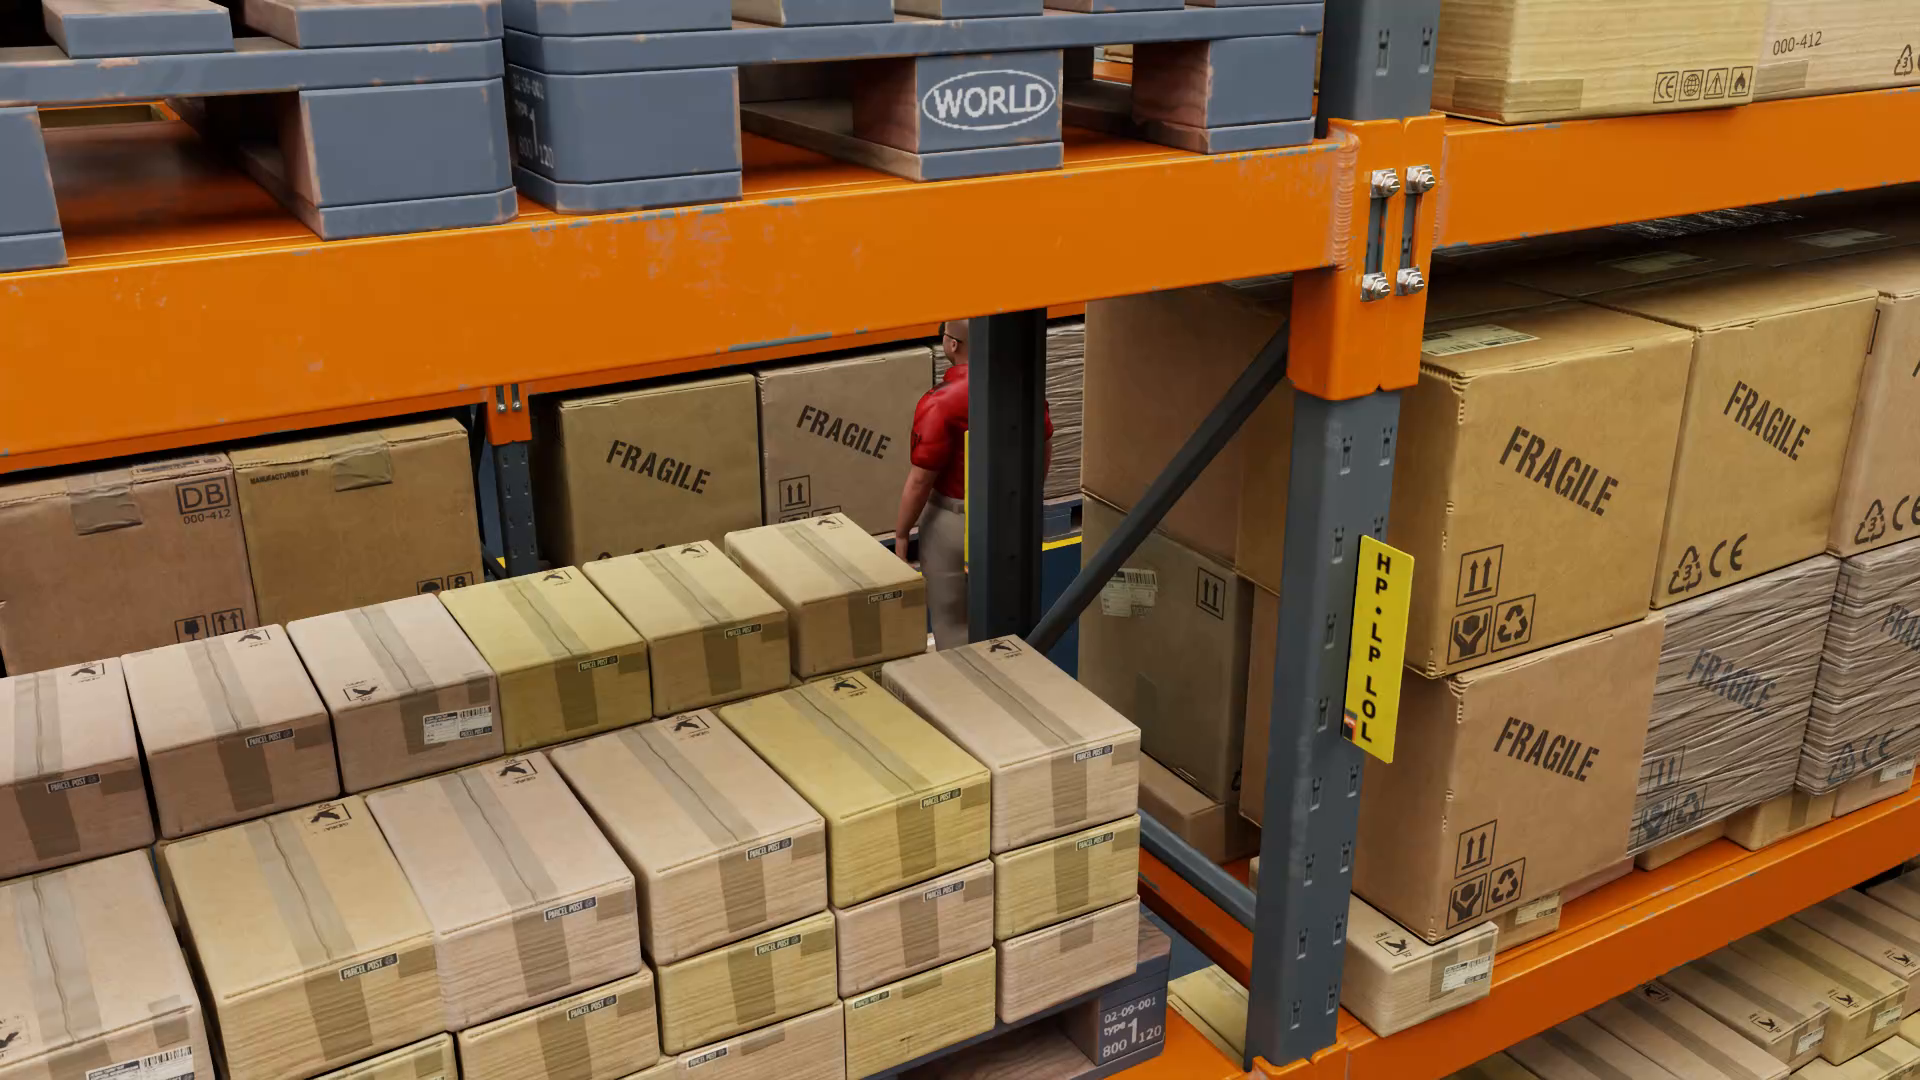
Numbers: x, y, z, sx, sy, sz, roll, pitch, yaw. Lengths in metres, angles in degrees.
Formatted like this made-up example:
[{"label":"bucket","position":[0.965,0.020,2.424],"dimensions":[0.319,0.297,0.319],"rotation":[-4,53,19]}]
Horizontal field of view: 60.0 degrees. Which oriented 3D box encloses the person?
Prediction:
[{"label":"person","position":[0.005,-0.083,6.295],"dimensions":[0.640,1.727,0.551],"rotation":[-12,25,-28]}]
